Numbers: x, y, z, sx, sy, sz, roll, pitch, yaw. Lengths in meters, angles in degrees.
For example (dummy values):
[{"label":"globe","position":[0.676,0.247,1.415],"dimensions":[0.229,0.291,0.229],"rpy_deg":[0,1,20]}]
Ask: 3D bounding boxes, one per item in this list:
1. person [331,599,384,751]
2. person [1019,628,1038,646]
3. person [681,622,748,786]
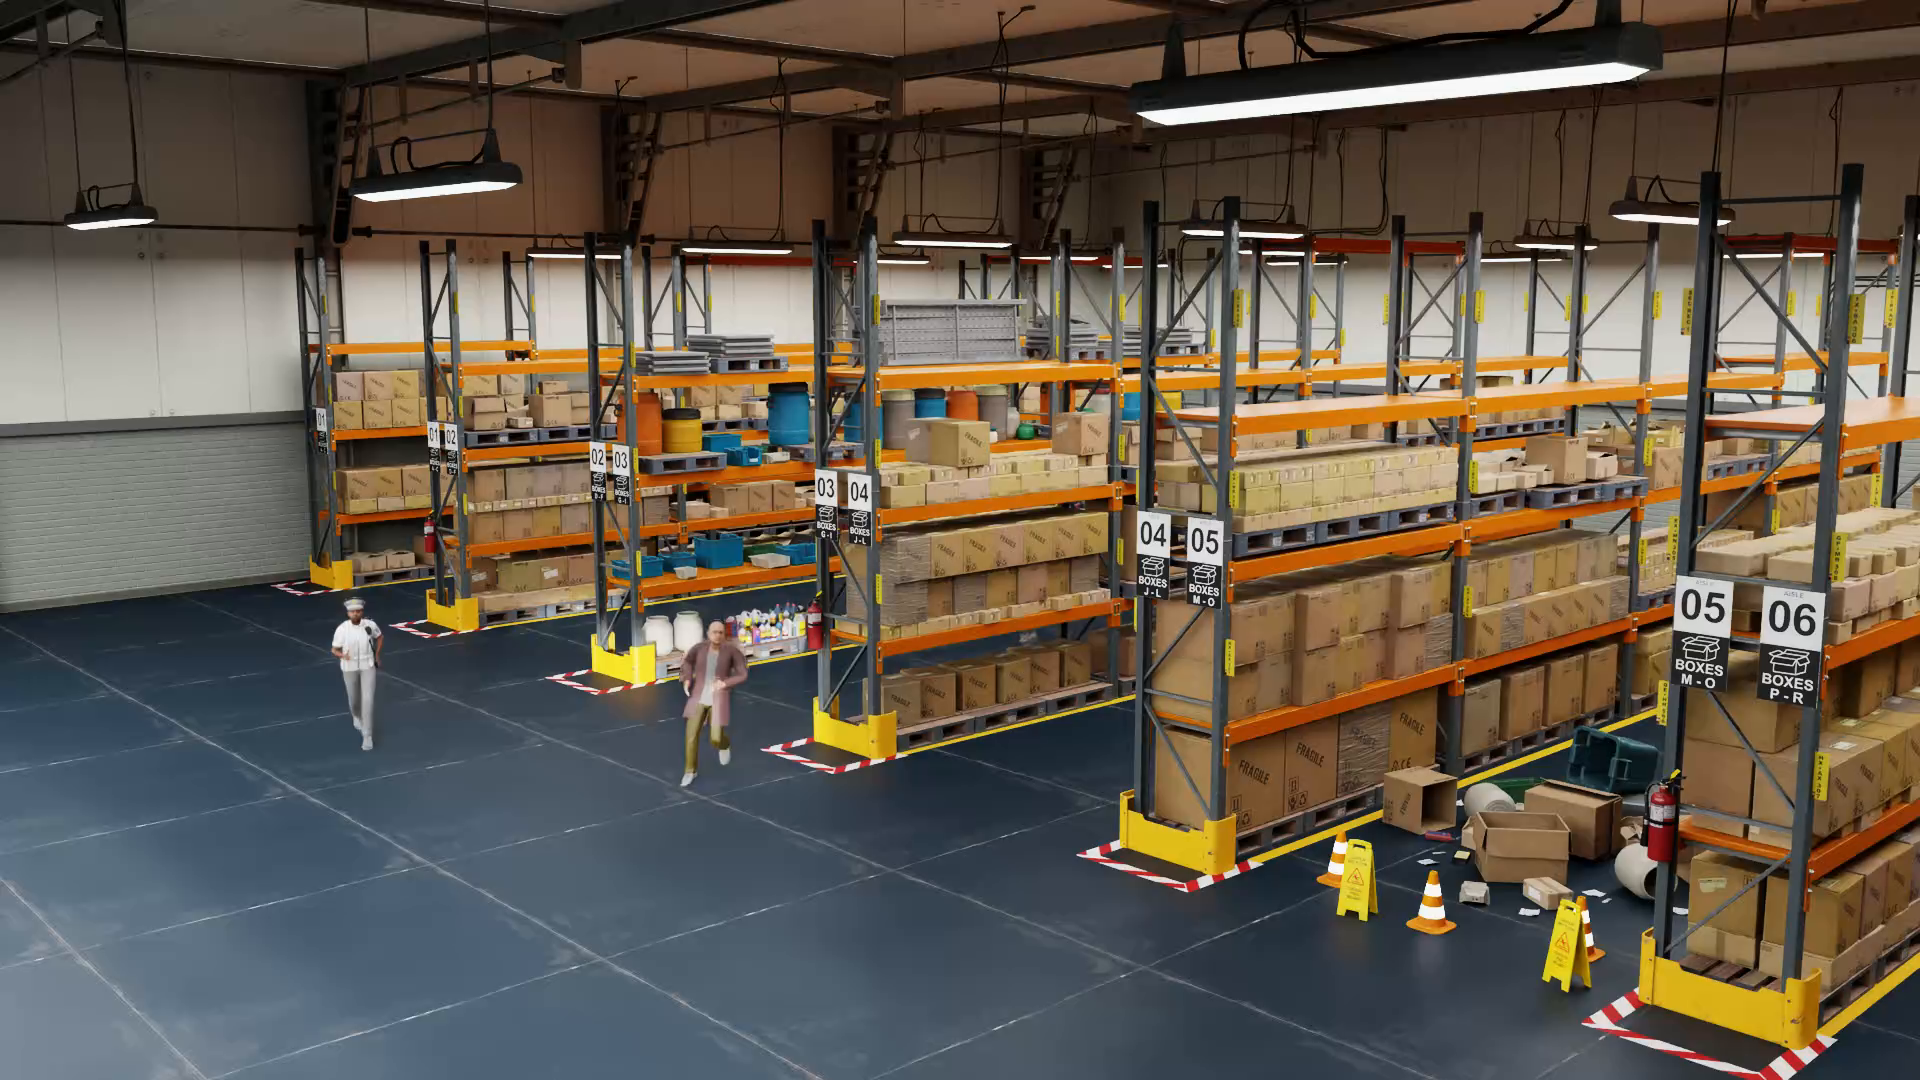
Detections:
[{"label":"person","position":[-6.972,1.509,19.293],"dimensions":[0.579,1.712,0.924],"rpy_deg":[-3,9,-20]},{"label":"person","position":[0.894,0.737,24.325],"dimensions":[0.635,1.825,0.749],"rpy_deg":[7,11,40]},{"label":"person","position":[-2.653,1.728,17.916],"dimensions":[0.739,1.727,0.822],"rpy_deg":[1,8,5]}]
